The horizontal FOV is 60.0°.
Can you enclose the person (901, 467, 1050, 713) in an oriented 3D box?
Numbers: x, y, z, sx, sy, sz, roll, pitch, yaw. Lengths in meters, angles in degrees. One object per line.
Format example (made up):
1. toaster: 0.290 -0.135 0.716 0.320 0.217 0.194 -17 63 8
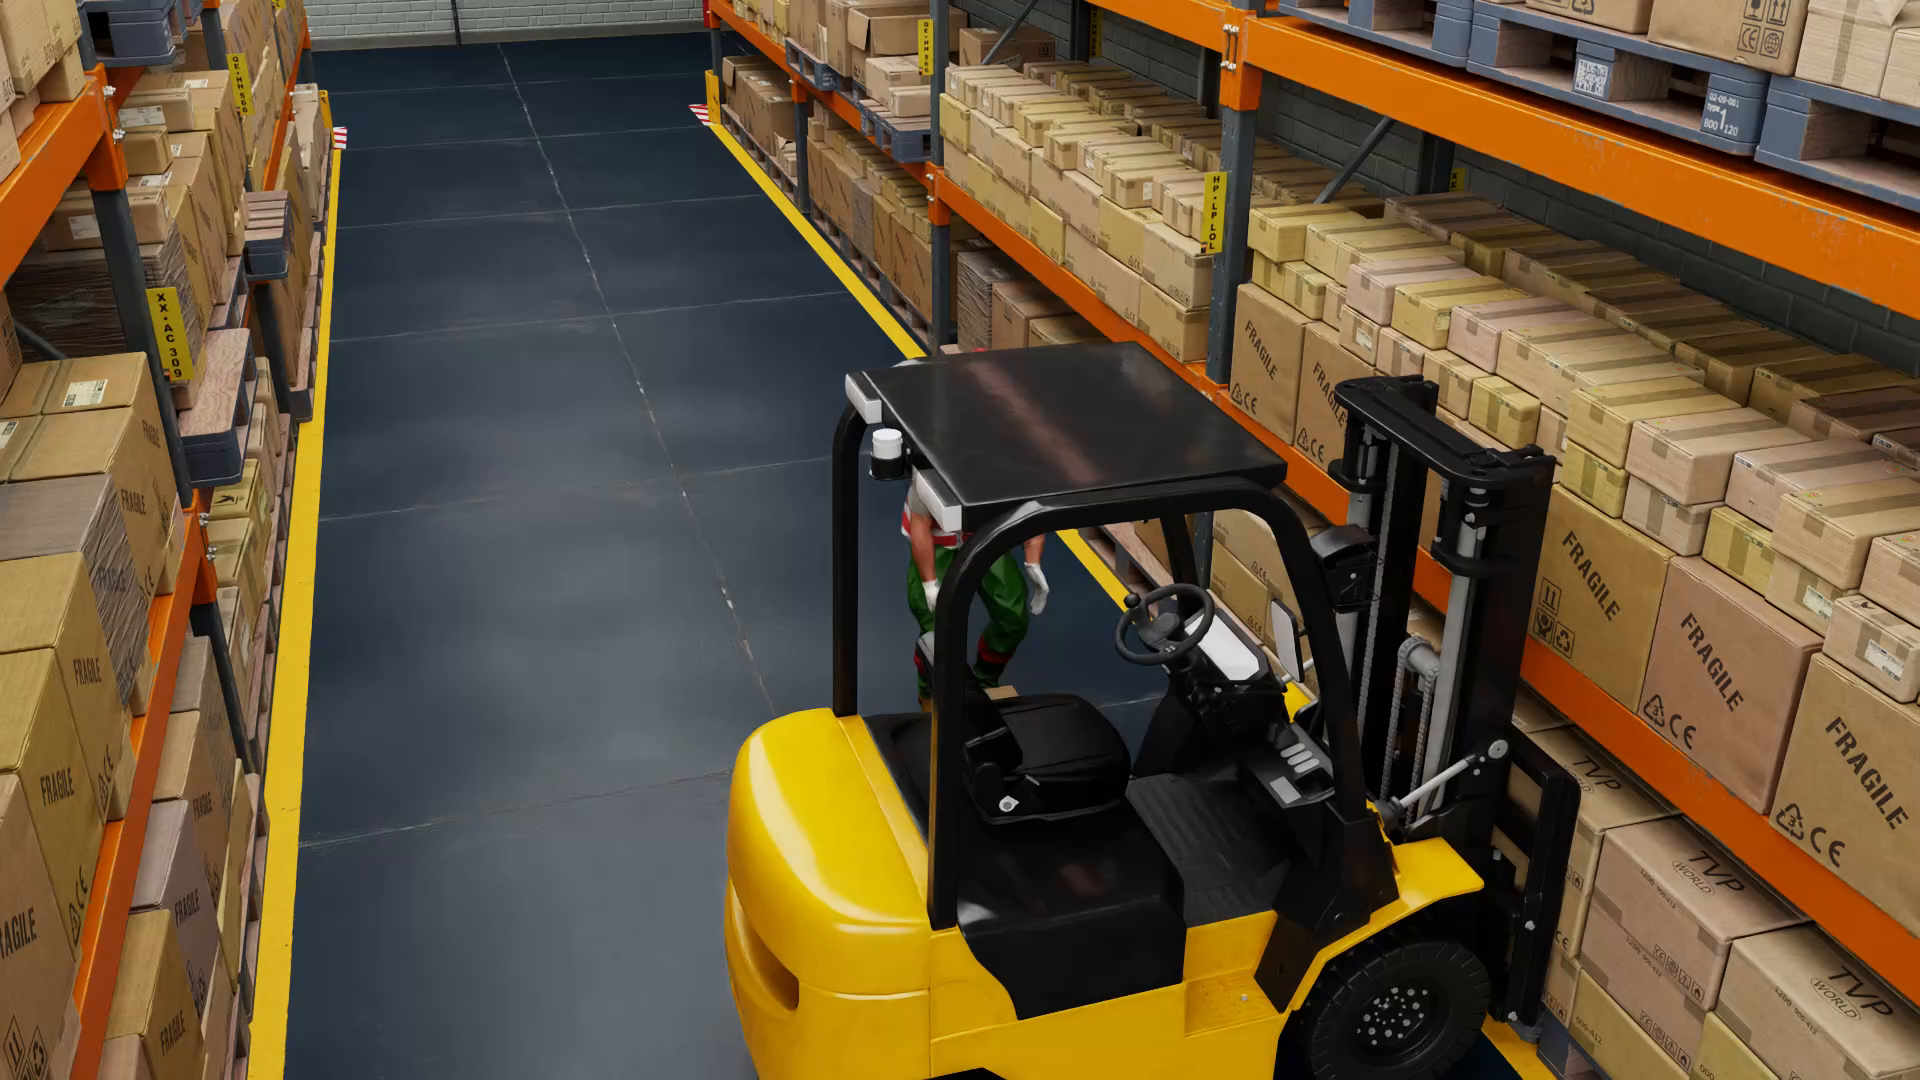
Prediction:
1. person: 0.059 0.064 6.817 0.582 1.471 0.731 -8 27 -16
